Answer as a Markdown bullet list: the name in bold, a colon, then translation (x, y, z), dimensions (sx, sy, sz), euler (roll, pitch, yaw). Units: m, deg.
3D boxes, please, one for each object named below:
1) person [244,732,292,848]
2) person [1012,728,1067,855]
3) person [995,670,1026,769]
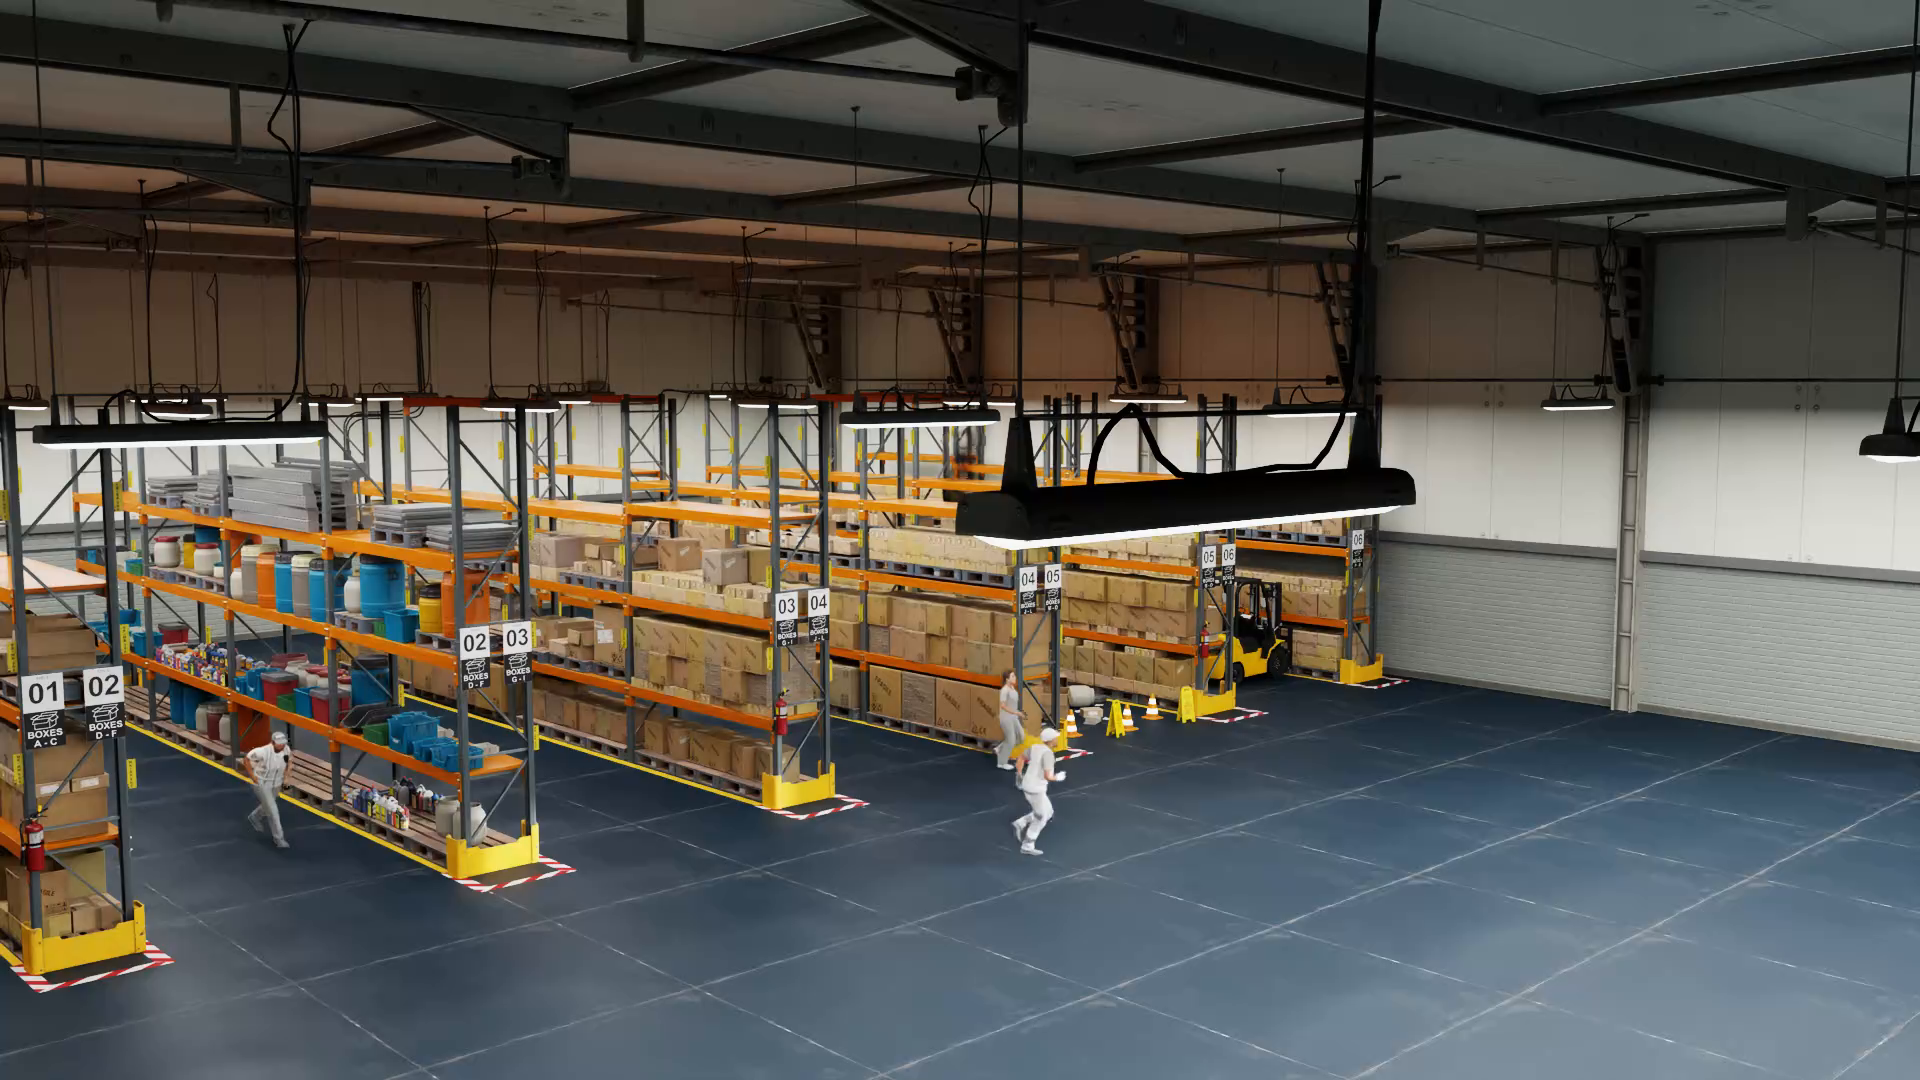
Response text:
- **person**: translation (-9.473, 3.379, 22.698), dimensions (1.033, 1.622, 0.642), euler (5, 7, 40)
- **person**: translation (1.062, 3.351, 22.126), dimensions (0.712, 1.721, 0.647), euler (-1, 6, -13)
- **person**: translation (0.815, 2.907, 27.012), dimensions (0.580, 1.631, 0.605), euler (2, 6, 22)
